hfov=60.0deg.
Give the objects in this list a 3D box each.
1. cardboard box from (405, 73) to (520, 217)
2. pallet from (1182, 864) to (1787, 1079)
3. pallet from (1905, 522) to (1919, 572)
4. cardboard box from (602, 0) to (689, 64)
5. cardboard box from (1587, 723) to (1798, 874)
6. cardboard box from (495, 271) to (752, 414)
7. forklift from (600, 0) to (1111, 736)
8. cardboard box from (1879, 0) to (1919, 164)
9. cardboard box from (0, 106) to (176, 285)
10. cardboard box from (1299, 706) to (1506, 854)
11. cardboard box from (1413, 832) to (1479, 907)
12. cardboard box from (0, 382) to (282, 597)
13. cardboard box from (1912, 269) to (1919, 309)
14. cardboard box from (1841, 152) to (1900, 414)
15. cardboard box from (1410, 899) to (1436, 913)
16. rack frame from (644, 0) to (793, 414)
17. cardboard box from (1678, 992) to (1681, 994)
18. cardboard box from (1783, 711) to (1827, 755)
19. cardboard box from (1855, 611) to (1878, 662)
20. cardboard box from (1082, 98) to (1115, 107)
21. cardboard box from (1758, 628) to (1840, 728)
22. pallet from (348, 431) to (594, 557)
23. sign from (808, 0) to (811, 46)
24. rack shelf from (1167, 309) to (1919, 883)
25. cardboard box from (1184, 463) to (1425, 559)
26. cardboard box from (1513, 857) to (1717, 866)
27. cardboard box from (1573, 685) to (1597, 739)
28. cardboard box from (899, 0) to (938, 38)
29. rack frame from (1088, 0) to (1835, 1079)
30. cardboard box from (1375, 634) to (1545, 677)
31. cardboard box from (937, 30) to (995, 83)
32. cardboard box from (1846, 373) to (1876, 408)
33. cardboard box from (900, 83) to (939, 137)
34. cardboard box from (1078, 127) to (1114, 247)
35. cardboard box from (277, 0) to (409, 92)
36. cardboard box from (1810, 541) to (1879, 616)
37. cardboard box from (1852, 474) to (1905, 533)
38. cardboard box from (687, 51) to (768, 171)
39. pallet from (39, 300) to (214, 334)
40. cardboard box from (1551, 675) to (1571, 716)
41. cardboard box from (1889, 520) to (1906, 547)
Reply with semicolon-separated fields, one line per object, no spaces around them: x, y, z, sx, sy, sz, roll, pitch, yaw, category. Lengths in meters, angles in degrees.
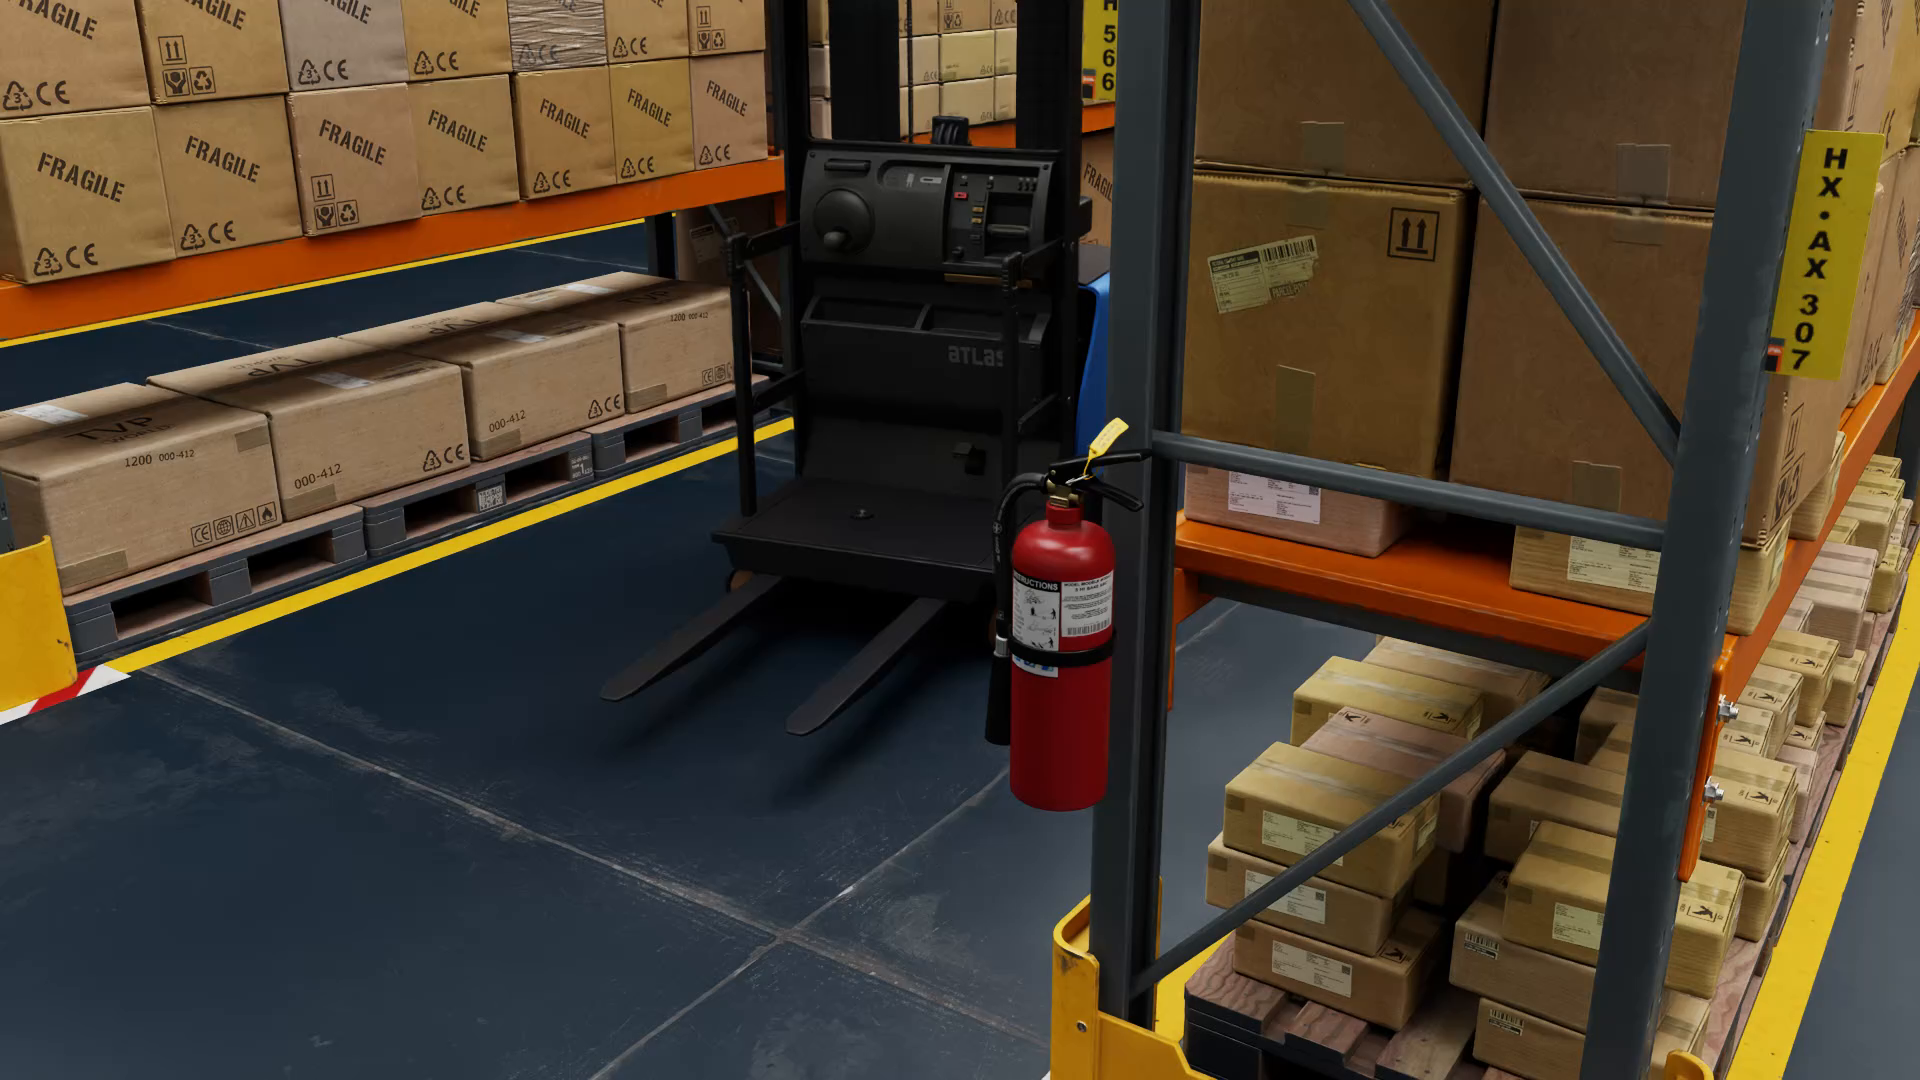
-2.120;-1.581;6.570;0.500;0.500;0.500;14;25;34;cardboard box
1.223;0.984;3.800;1.003;0.211;1.213;13;24;32;pallet
3.379;-0.139;6.837;1.003;0.211;1.213;13;24;32;pallet
-1.537;-2.342;7.188;0.500;0.500;0.500;13;24;31;cardboard box
1.573;0.551;3.597;0.380;0.149;0.250;13;24;32;cardboard box
-1.650;-0.996;8.221;0.875;0.438;0.875;13;24;31;cardboard box
-0.202;-1.152;5.656;1.130;2.935;3.031;8;22;20;forklift
1.444;-0.954;3.006;0.500;0.500;0.500;14;25;33;cardboard box
-2.949;-1.141;5.381;0.500;0.500;0.500;13;24;31;cardboard box
0.971;0.523;3.673;0.380;0.149;0.250;14;24;33;cardboard box
0.946;0.653;3.750;0.380;0.149;0.250;13;24;31;cardboard box
-3.168;-0.216;6.114;0.875;0.438;0.875;12;24;30;cardboard box
2.331;-0.925;4.368;0.500;0.500;0.500;13;24;32;cardboard box
1.455;-0.496;3.208;0.500;0.500;0.500;13;24;32;cardboard box
0.878;0.779;3.839;0.380;0.149;0.250;14;25;33;cardboard box
-1.208;-2.160;8.280;1.000;3.000;0.127;13;24;32;rack frame
1.333;0.885;3.551;0.380;0.149;0.250;13;24;32;cardboard box
2.112;0.530;4.512;0.380;0.149;0.250;13;24;32;cardboard box
2.693;0.242;5.290;0.380;0.149;0.250;12;24;30;cardboard box
0.697;-2.892;10.475;0.500;0.250;0.500;14;24;33;cardboard box
1.993;0.320;4.223;0.380;0.149;0.250;14;24;33;cardboard box
-2.385;-0.297;7.265;1.003;0.211;1.213;13;24;32;pallet
-0.748;-2.495;7.825;0.100;0.325;0.005;13;24;32;sign
1.818;-0.312;4.322;1.077;0.370;4.000;13;24;32;rack shelf
0.644;-0.107;3.091;0.380;0.149;0.250;13;24;32;cardboard box
1.466;0.670;3.706;0.380;0.149;0.250;14;24;33;cardboard box
1.692;0.429;4.785;0.380;0.149;0.250;14;25;33;cardboard box
-0.460;-2.897;8.688;0.500;0.500;0.500;13;24;32;cardboard box
0.697;-0.075;2.644;0.949;2.616;0.053;13;24;32;rack frame
1.314;0.274;4.346;0.380;0.149;0.250;14;25;34;cardboard box
-0.152;-2.690;9.209;0.500;0.250;0.500;14;24;32;cardboard box
1.982;-0.444;4.005;0.380;0.149;0.250;14;25;34;cardboard box
-0.453;-2.313;8.910;0.500;0.250;0.500;13;24;31;cardboard box
0.583;-2.326;11.186;0.875;0.875;0.875;13;24;31;cardboard box
-2.384;-1.909;6.016;0.500;0.500;0.500;13;24;31;cardboard box
2.427;0.099;4.819;0.380;0.149;0.250;12;23;29;cardboard box
2.847;-0.128;5.435;0.380;0.149;0.250;14;24;32;cardboard box
-1.257;-2.024;7.768;0.500;0.500;0.500;14;24;32;cardboard box
-5.702;-1.622;10.846;1.003;0.211;1.213;13;24;32;pallet
1.485;0.347;4.577;0.380;0.149;0.250;15;25;34;cardboard box
2.887;0.010;5.490;0.380;0.149;0.250;12;23;29;cardboard box
